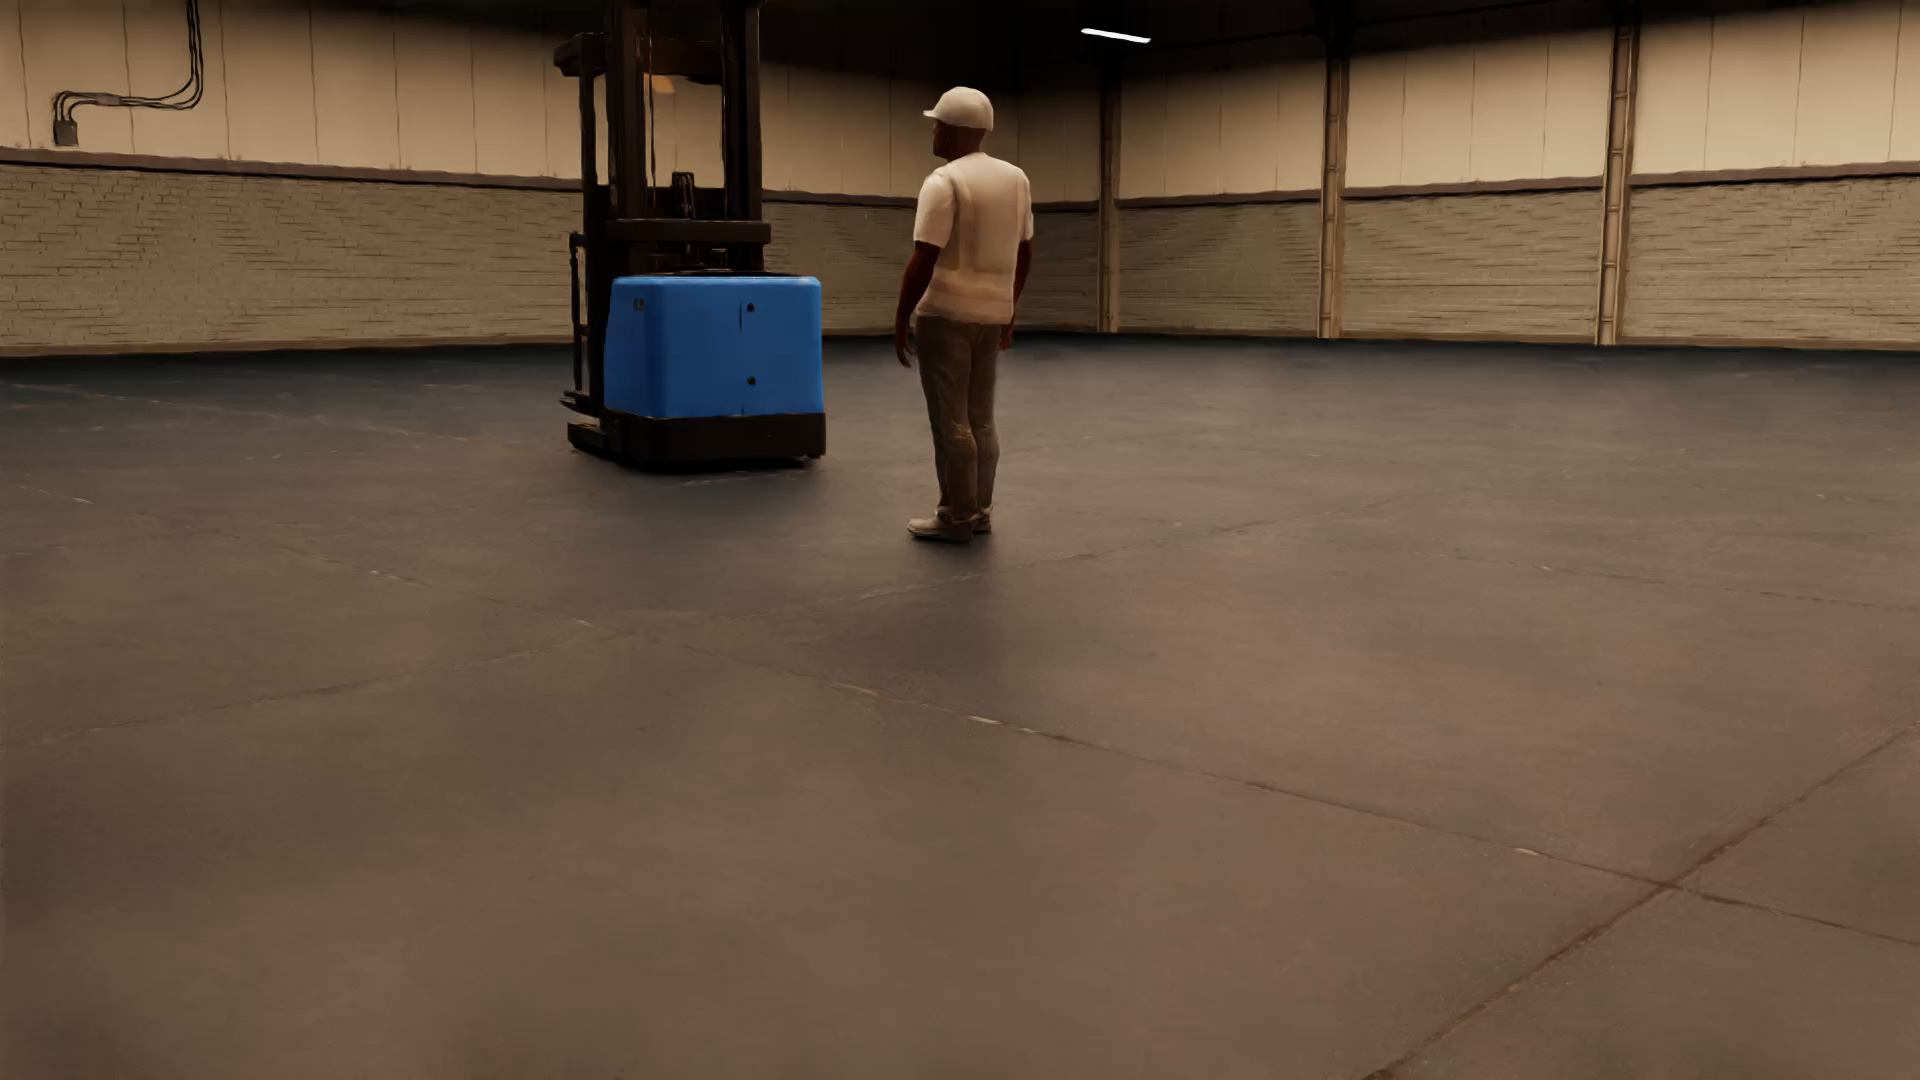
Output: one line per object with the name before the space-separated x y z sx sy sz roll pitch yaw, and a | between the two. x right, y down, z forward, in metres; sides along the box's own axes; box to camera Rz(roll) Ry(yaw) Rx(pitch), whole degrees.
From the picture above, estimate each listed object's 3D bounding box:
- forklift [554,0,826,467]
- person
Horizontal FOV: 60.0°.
forklift | -1.867 -2.037 10.404 1.130 2.935 3.031 -4 10 -26
person | -0.046 -0.888 6.637 0.576 1.766 0.665 8 12 43
